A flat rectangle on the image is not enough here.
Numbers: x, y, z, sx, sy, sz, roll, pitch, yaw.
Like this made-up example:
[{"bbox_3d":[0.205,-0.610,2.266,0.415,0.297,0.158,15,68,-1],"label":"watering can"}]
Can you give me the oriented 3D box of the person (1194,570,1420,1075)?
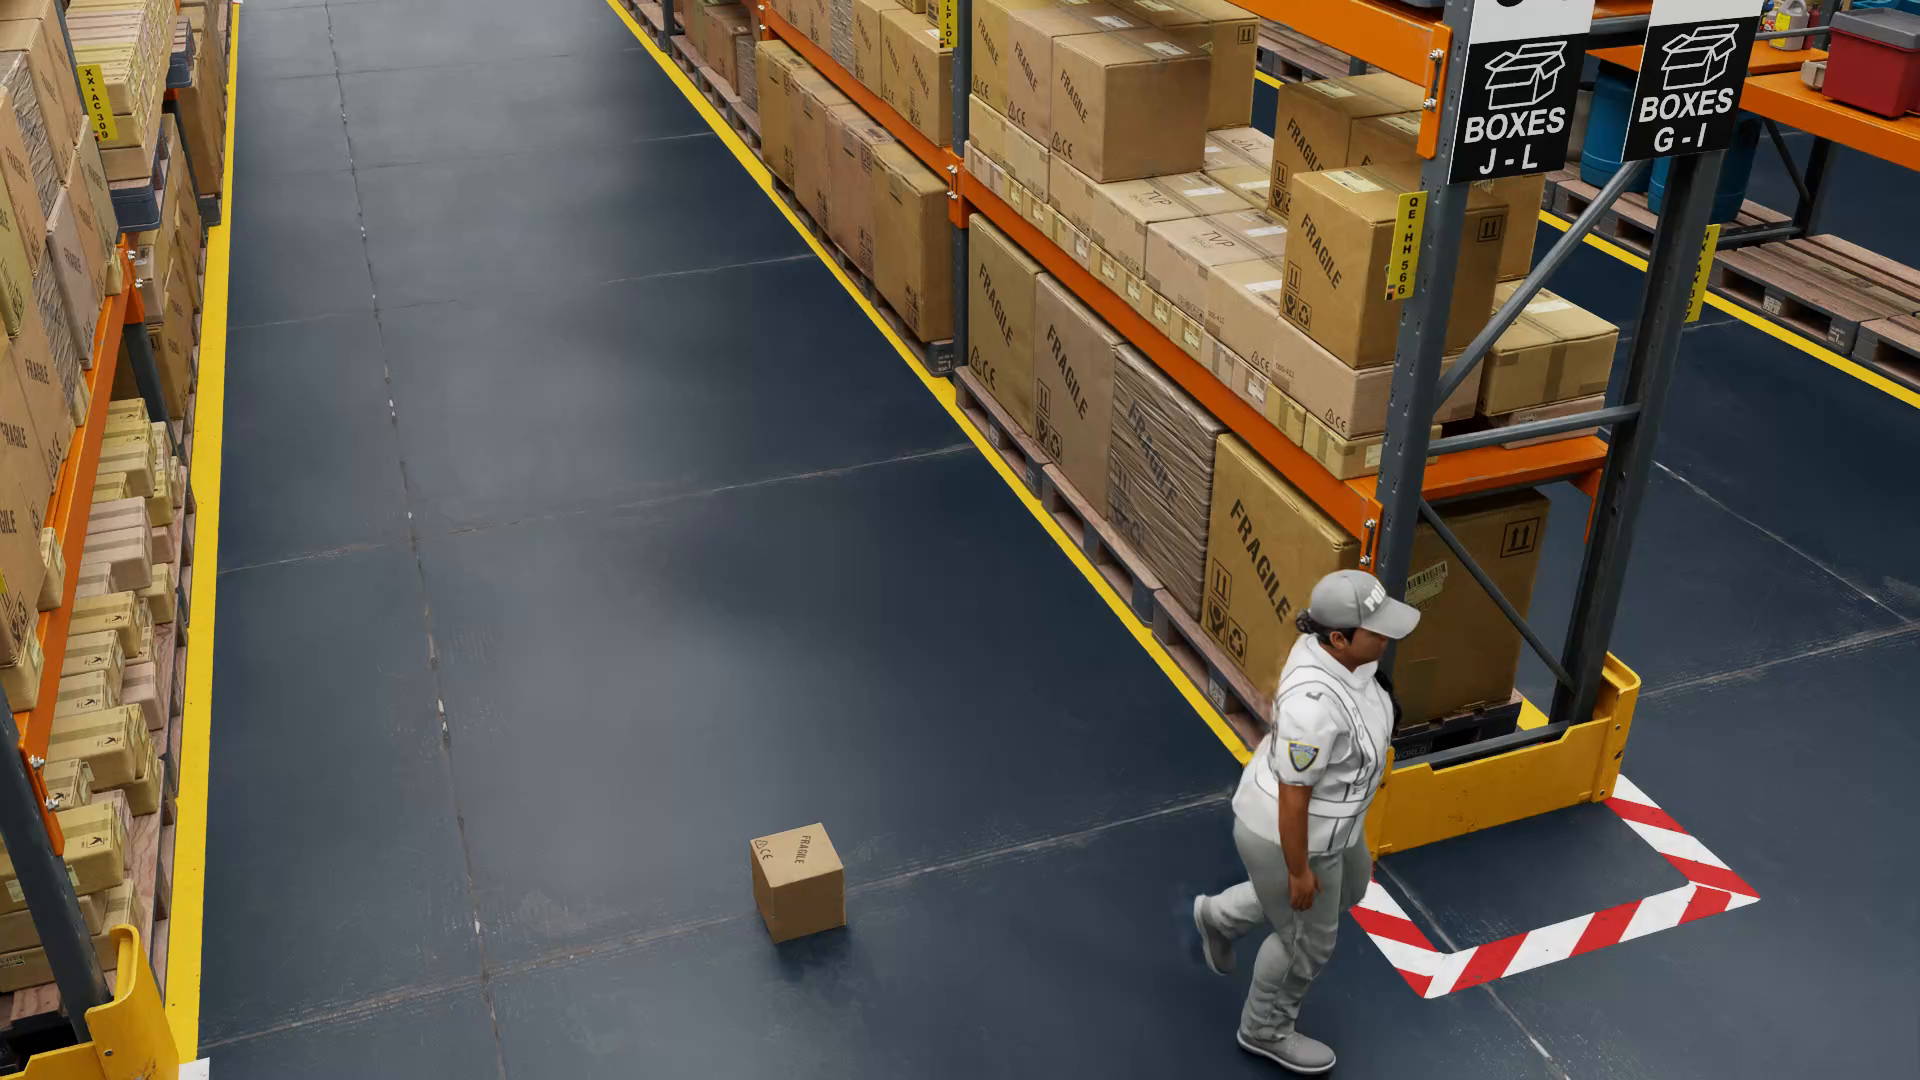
[{"bbox_3d":[0.953,0.777,4.747,0.515,1.648,0.529,11,32,19],"label":"person"}]
